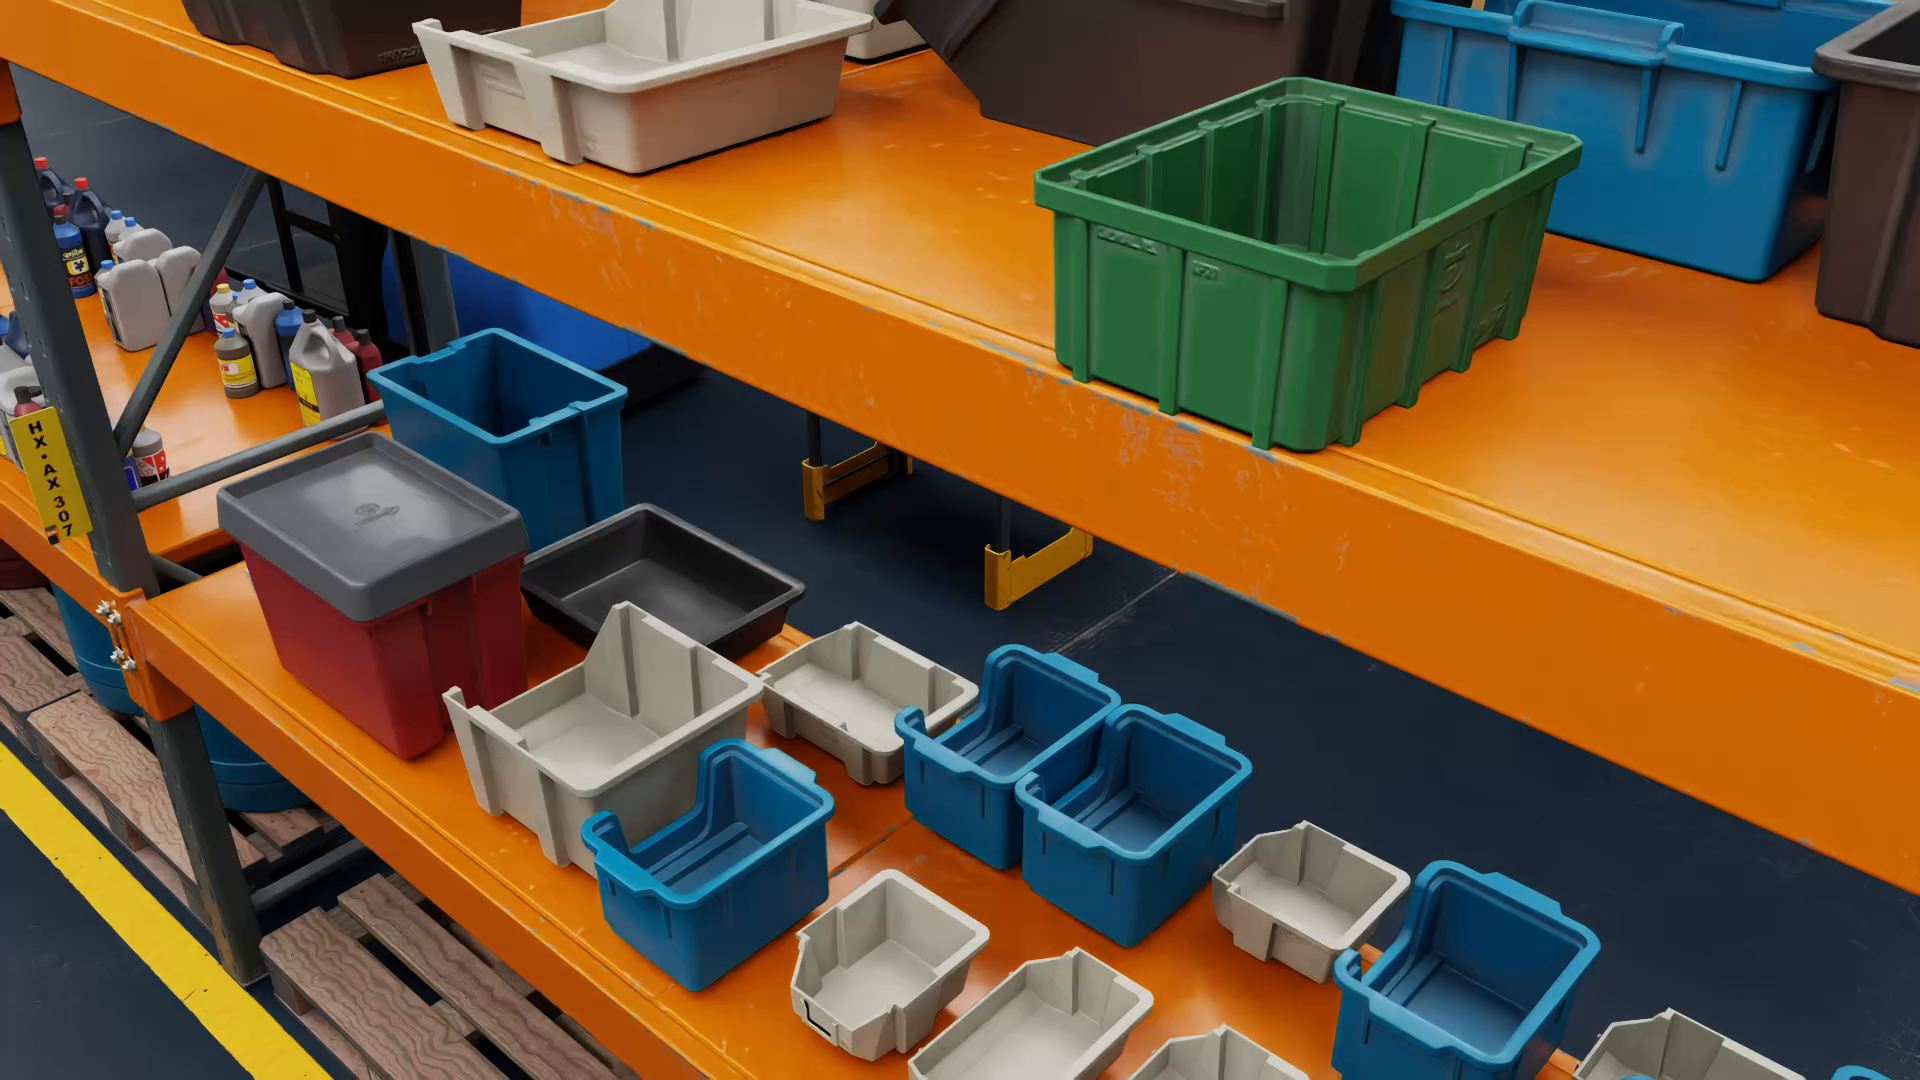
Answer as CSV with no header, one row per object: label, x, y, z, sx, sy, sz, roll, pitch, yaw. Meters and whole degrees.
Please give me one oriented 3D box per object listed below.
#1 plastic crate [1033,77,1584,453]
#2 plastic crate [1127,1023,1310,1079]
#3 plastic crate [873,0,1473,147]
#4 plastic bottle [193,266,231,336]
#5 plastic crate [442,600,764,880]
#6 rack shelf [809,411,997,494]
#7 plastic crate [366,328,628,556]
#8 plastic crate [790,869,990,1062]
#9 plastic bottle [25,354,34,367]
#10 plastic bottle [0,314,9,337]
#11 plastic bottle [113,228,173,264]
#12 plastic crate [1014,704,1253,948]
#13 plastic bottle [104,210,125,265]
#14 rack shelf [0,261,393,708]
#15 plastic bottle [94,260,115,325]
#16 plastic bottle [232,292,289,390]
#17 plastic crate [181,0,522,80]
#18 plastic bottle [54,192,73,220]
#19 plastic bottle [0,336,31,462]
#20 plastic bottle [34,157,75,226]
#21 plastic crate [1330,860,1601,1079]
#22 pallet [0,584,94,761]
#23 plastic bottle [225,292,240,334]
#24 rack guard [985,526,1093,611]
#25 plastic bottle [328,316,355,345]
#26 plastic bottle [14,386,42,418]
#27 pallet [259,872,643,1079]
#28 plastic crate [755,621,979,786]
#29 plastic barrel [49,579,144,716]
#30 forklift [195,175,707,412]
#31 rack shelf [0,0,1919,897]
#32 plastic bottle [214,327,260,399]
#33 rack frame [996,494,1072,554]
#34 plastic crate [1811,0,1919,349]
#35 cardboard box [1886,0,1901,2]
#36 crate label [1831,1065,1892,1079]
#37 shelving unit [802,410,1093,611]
plastic crate,0.331,-0.277,1.600,0.336,0.188,0.450,25,39,35
plastic crate,0.323,0.917,2.515,0.243,0.136,0.396,25,39,35
plastic crate,0.306,-0.743,2.228,0.767,0.338,0.504,25,39,35
plastic bottle,-2.356,-0.783,5.255,0.133,0.283,0.061,25,39,35
plastic crate,-0.703,0.389,3.253,0.530,0.282,0.437,25,39,35
rack shelf,-0.063,-0.518,6.505,1.000,0.185,0.538,25,39,35
plastic crate,-1.137,-0.223,4.170,0.575,0.384,0.392,25,39,35
plastic crate,-0.132,0.735,2.818,0.250,0.136,0.298,25,39,35
plastic bottle,-2.516,-0.462,4.657,0.185,0.351,0.144,25,39,35
plastic bottle,-2.796,-0.548,4.877,0.097,0.271,0.097,0,31,0
plastic bottle,-2.658,-0.889,5.438,0.135,0.276,0.152,25,39,35
plastic crate,0.316,0.528,3.069,0.300,0.233,0.416,25,39,35
plastic bottle,-2.797,-0.971,5.580,0.097,0.271,0.097,0,31,0
rack shelf,-3.194,-0.619,5.568,4.000,0.370,1.077,25,39,35
plastic bottle,-2.728,-0.803,5.368,0.097,0.201,0.097,0,31,0
plastic bottle,-2.070,-0.615,4.983,0.135,0.276,0.152,25,39,35
plastic crate,-0.975,-0.930,2.604,0.590,0.269,0.497,25,39,35
plastic bottle,-3.049,-1.064,5.722,0.133,0.283,0.061,25,39,35
plastic bottle,-2.613,-0.407,4.566,0.185,0.351,0.144,25,39,35
plastic bottle,-3.154,-1.155,5.808,0.185,0.351,0.144,25,39,35
plastic crate,0.804,0.756,2.690,0.300,0.233,0.416,25,39,35
pallet,-3.164,0.254,6.123,1.213,0.211,1.003,25,39,35
plastic bottle,-2.210,-0.667,5.142,0.097,0.201,0.097,0,31,0
rack guard,0.313,0.039,6.443,0.087,0.250,0.587,25,39,35
plastic bottle,-1.796,-0.522,4.821,0.133,0.283,0.061,25,39,35
plastic bottle,-2.423,-0.261,4.388,0.133,0.283,0.061,25,39,35
pallet,-1.140,1.199,4.554,1.213,0.211,1.003,25,39,35
plastic crate,-0.219,0.340,3.475,0.466,0.136,0.293,25,39,35
plastic barrel,-2.629,0.044,5.396,0.708,0.901,0.600,25,39,35
forklift,-2.706,-2.281,7.697,3.031,2.935,1.130,21,37,30
rack shelf,-0.229,-0.520,2.495,4.000,0.370,1.077,25,39,35
plastic bottle,-2.140,-0.529,4.912,0.097,0.201,0.097,0,31,0
rack frame,0.314,-0.496,6.120,0.032,1.500,0.500,25,39,35
plastic crate,1.156,-0.320,1.592,0.590,0.269,0.497,25,39,35
cardboard box,3.304,-1.616,5.460,0.500,0.500,0.500,26,40,36
crate label,1.292,0.984,2.312,0.303,0.233,0.416,25,39,35
shelving unit,-0.057,-0.669,6.407,1.083,1.500,0.587,25,39,35
